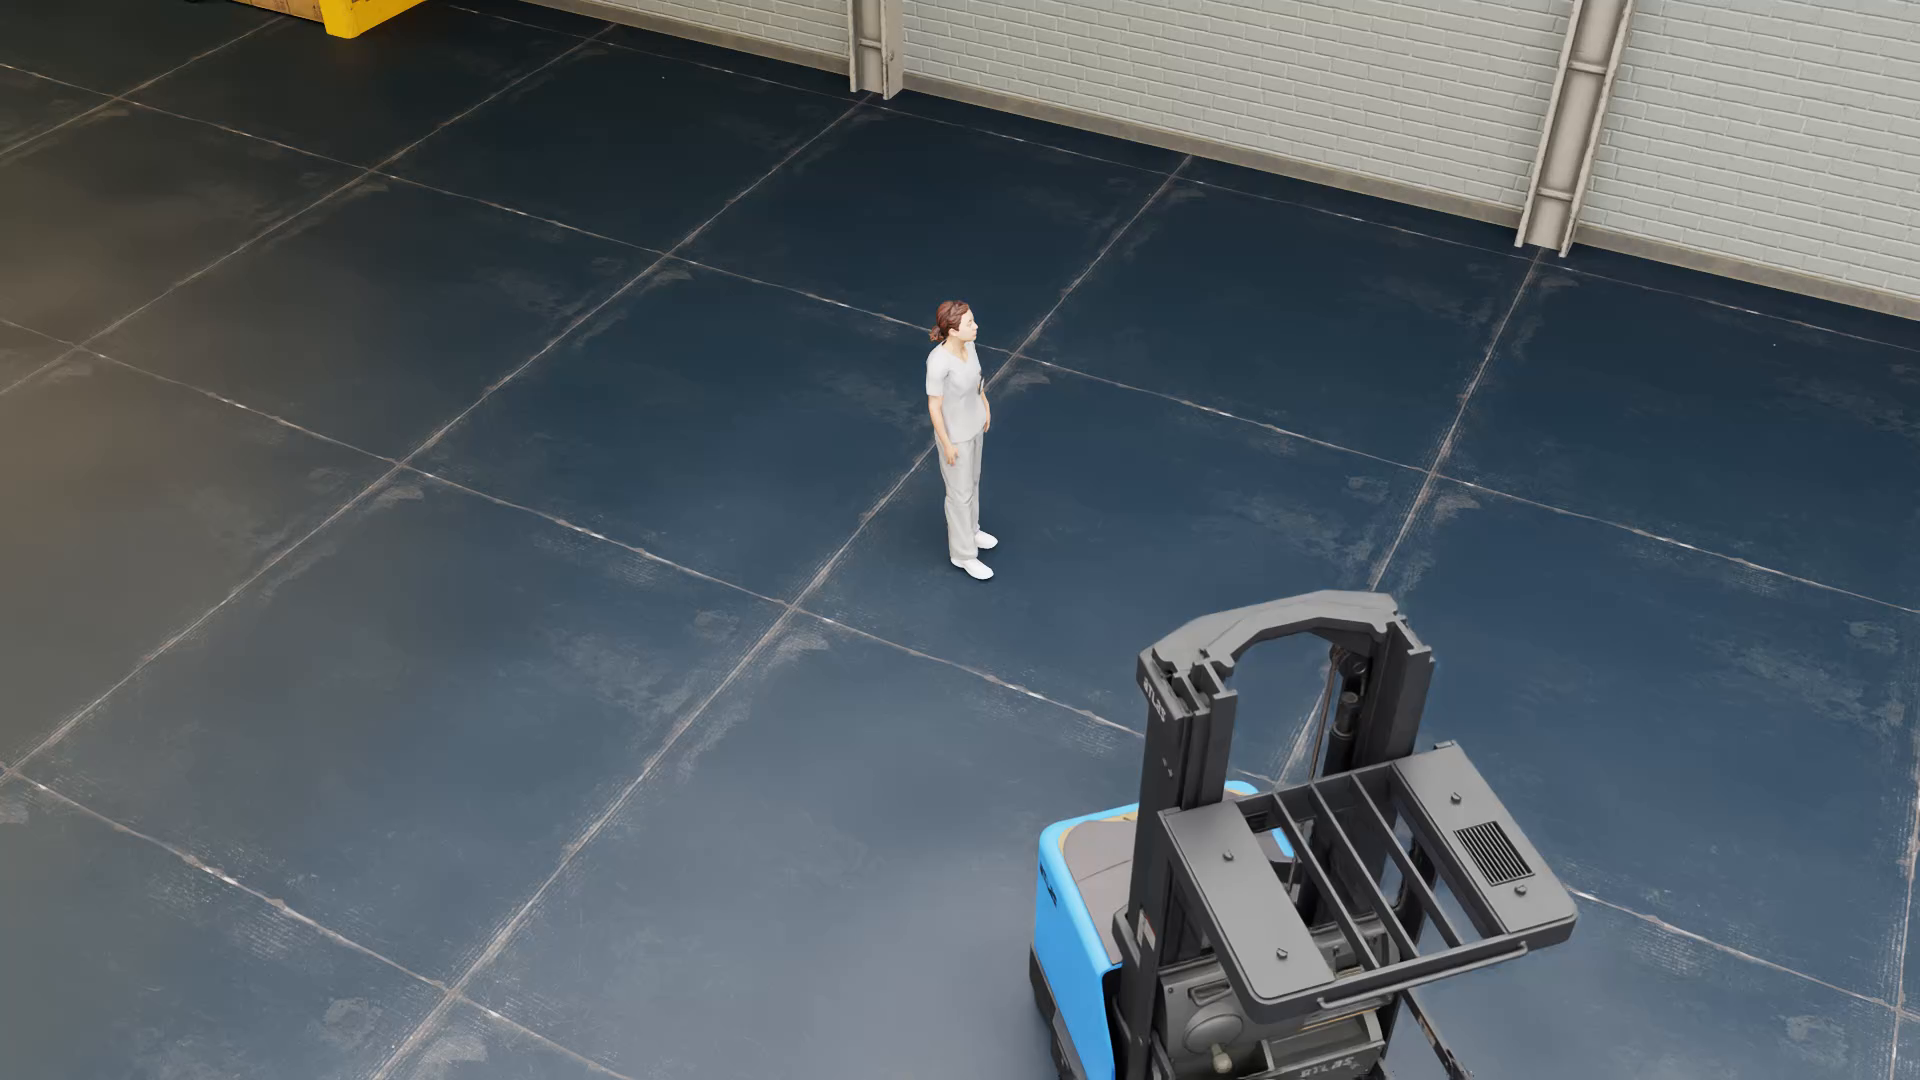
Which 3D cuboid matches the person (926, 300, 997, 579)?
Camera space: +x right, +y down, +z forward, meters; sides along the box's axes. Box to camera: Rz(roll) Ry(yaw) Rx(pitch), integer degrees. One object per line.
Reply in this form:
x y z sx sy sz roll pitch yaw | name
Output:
0.059 -0.617 9.682 0.549 1.675 0.549 18 43 21 | person

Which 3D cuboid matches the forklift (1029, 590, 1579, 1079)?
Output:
1.242 1.746 5.913 1.130 2.935 3.031 -11 41 -13 | forklift
